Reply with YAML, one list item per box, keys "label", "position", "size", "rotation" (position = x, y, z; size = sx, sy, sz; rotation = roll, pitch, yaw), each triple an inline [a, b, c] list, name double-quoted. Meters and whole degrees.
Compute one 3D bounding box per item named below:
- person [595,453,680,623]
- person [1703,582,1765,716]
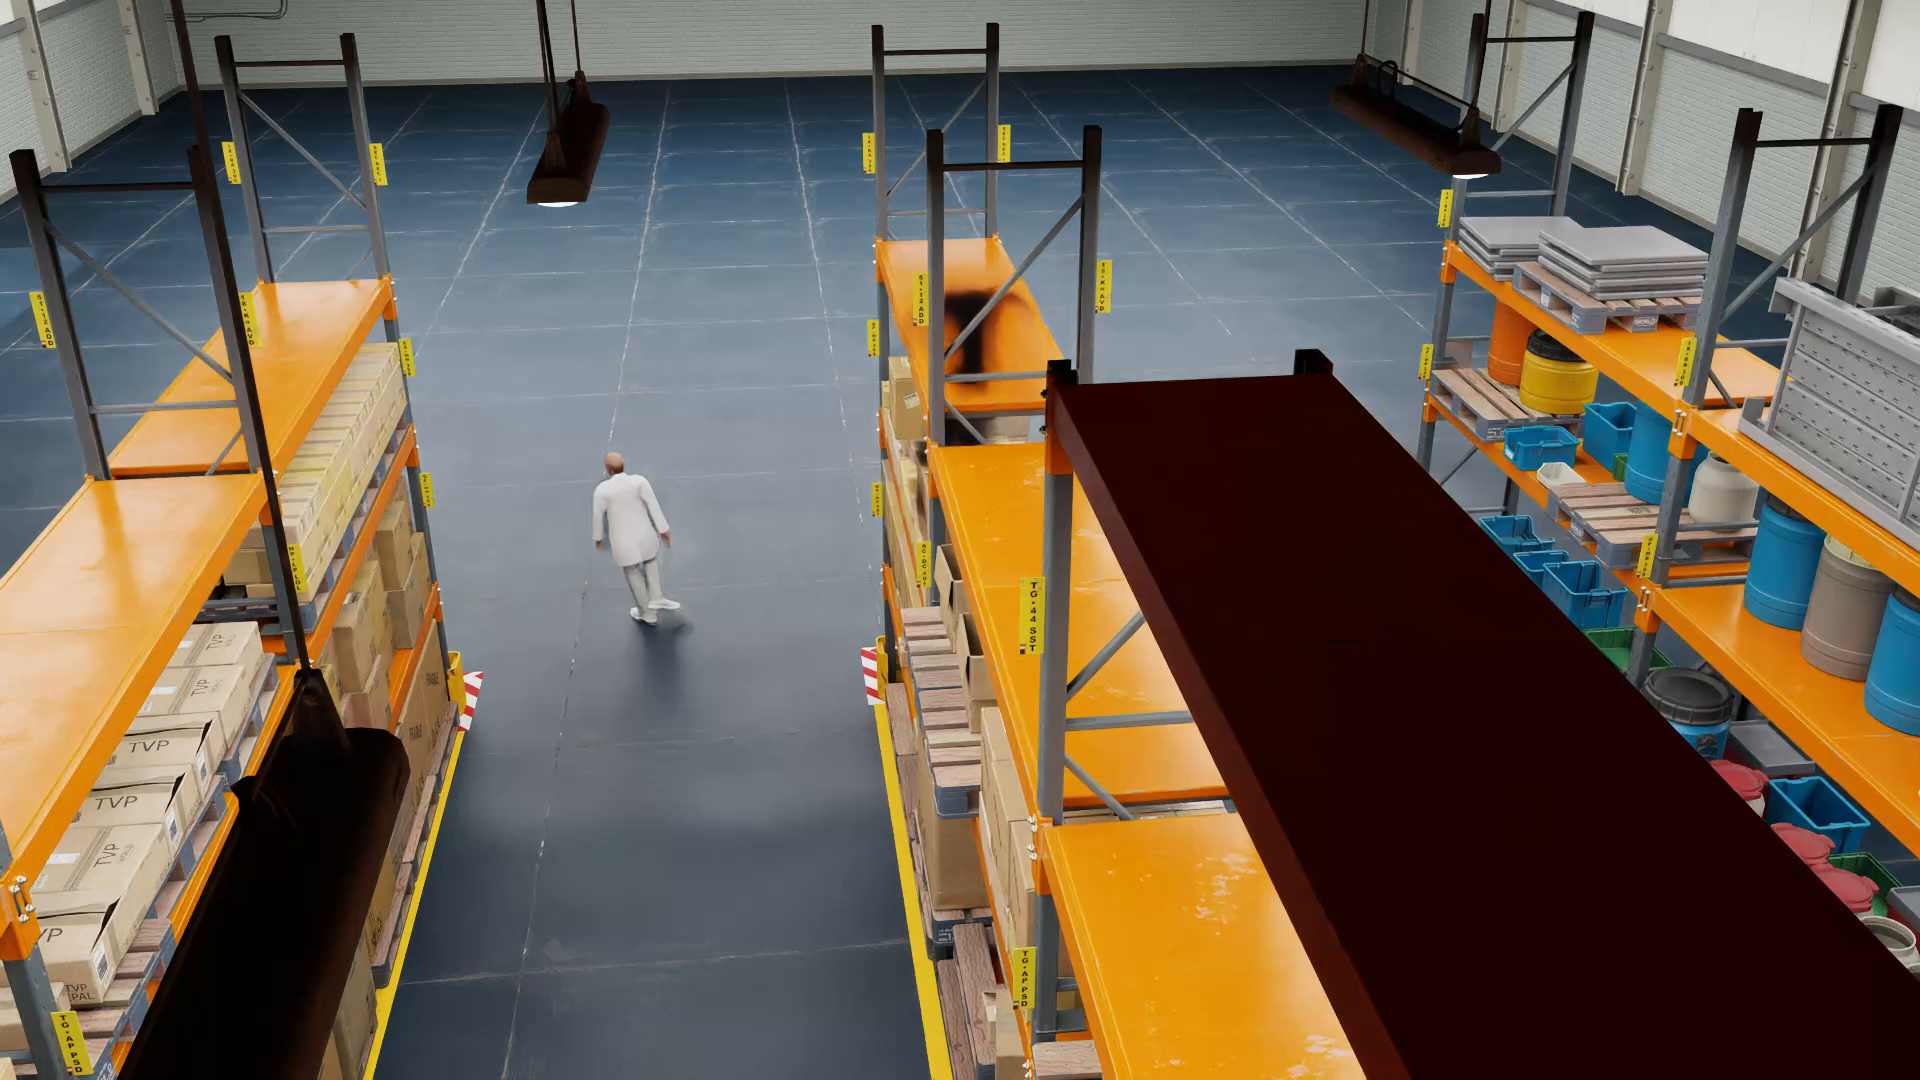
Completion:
- label: "person"
  position: [-3.232, -0.012, 16.523]
  size: [0.722, 1.748, 0.569]
  rotation: [-11, 28, -23]
- label: "person"
  position: [7.020, 0.814, 14.880]
  size: [0.520, 1.715, 0.847]
  rotation: [-11, 28, -22]
